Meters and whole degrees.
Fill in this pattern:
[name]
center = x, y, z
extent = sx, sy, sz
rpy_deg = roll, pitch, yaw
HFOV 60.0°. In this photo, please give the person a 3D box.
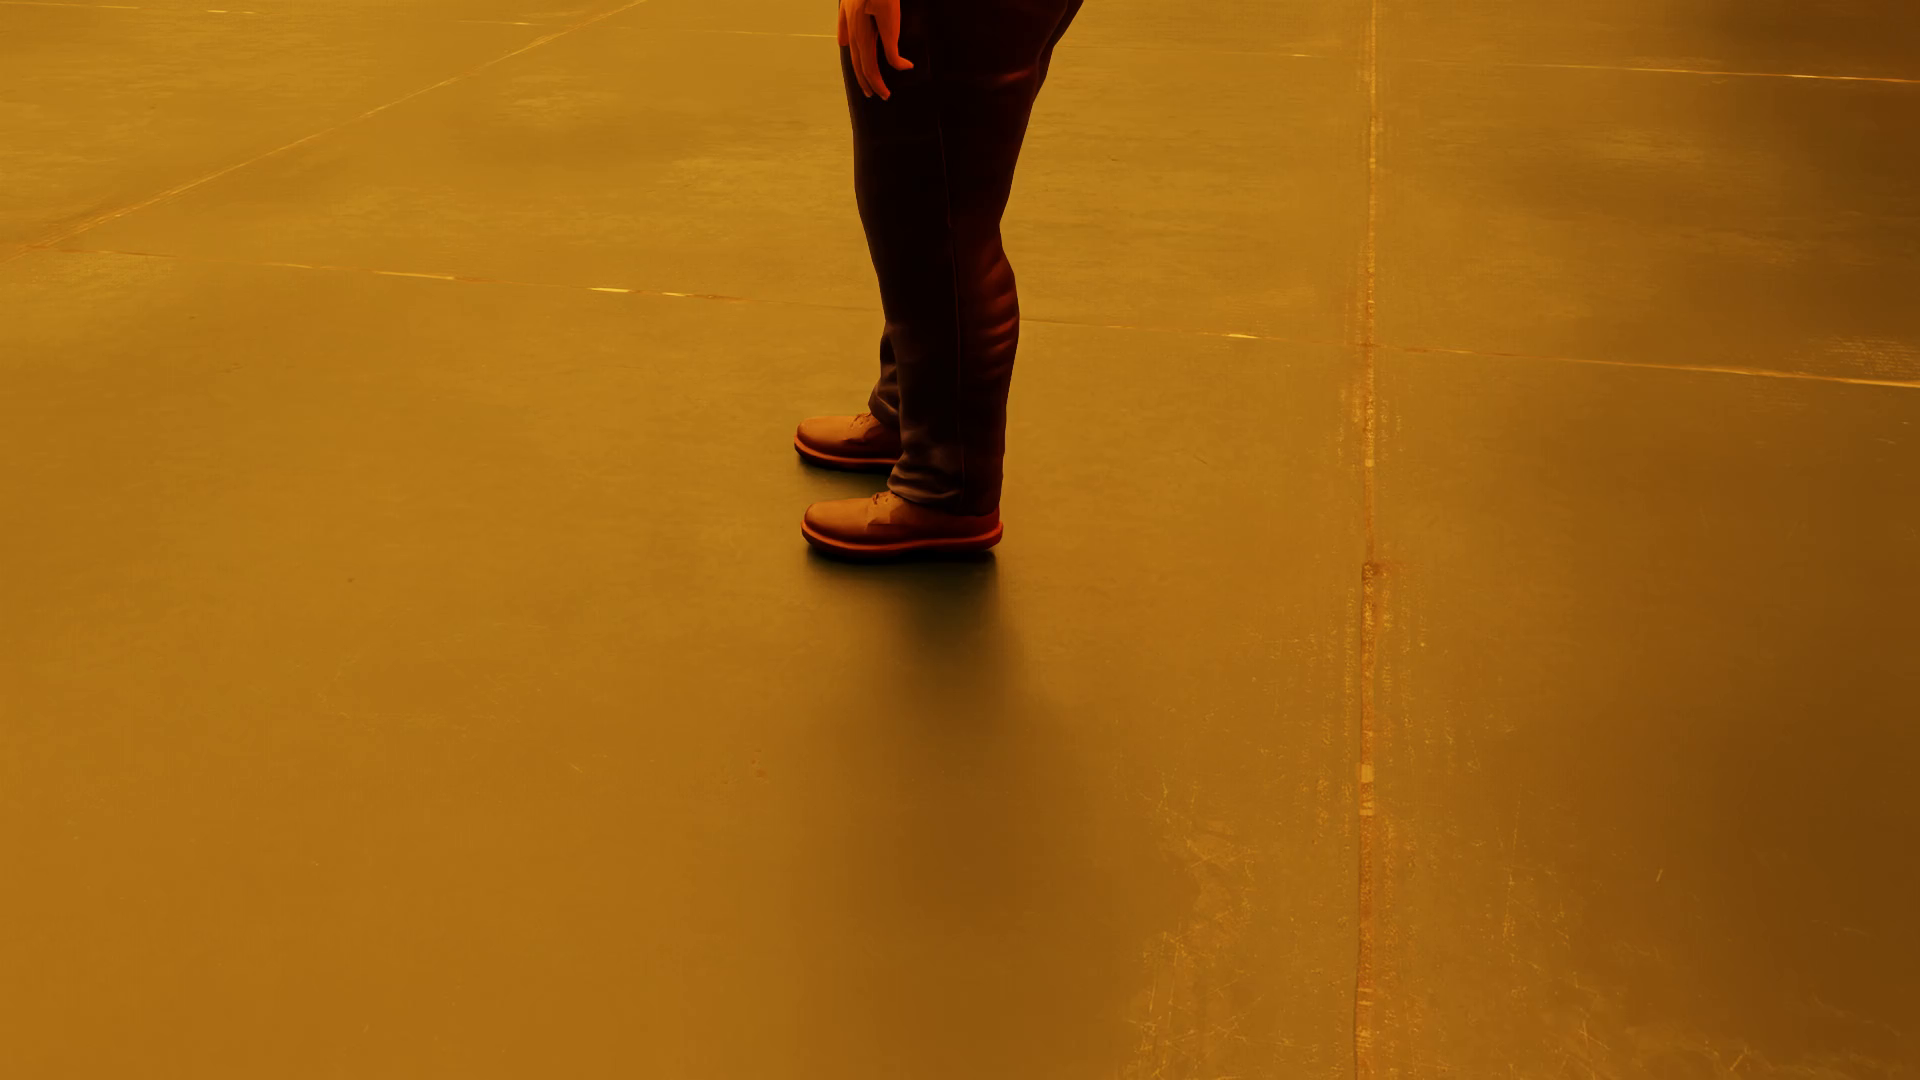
[person]
center = -0.083, -0.761, 2.164
extent = 0.502, 1.651, 0.598
rpy_deg = 6, 27, 11
